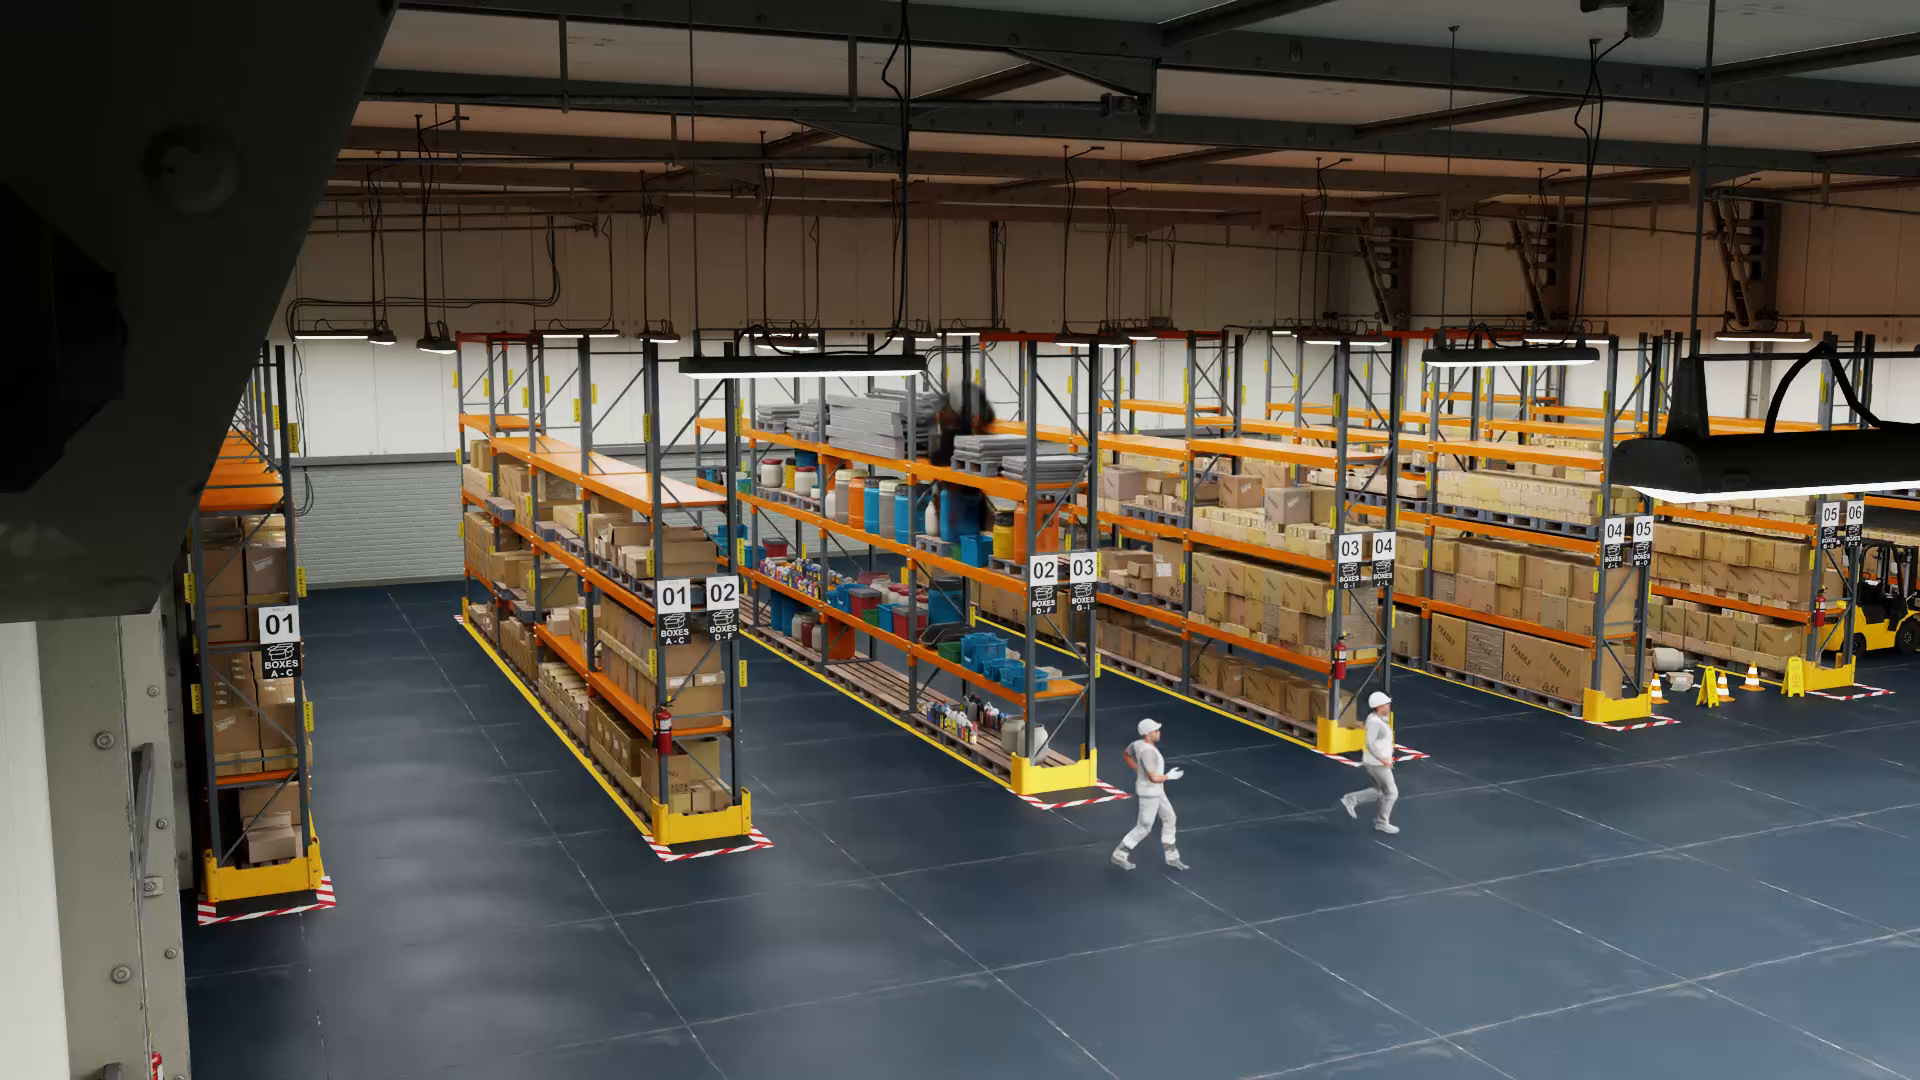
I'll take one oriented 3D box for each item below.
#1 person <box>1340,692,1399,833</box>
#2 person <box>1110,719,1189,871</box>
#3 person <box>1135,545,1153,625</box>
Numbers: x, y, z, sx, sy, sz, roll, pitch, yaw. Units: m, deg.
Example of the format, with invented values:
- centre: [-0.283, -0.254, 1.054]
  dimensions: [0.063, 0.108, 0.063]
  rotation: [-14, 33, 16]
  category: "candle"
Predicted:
- centre: [5.076, 2.725, 20.507]
  dimensions: [0.713, 1.744, 0.681]
  rotation: [2, 8, 11]
  category: "person"
- centre: [2.173, 2.906, 18.925]
  dimensions: [0.908, 1.801, 0.667]
  rotation: [0, 8, 4]
  category: "person"
- centre: [3.678, 0.952, 33.604]
  dimensions: [0.600, 1.730, 0.785]
  rotation: [-4, 9, -29]
  category: "person"
